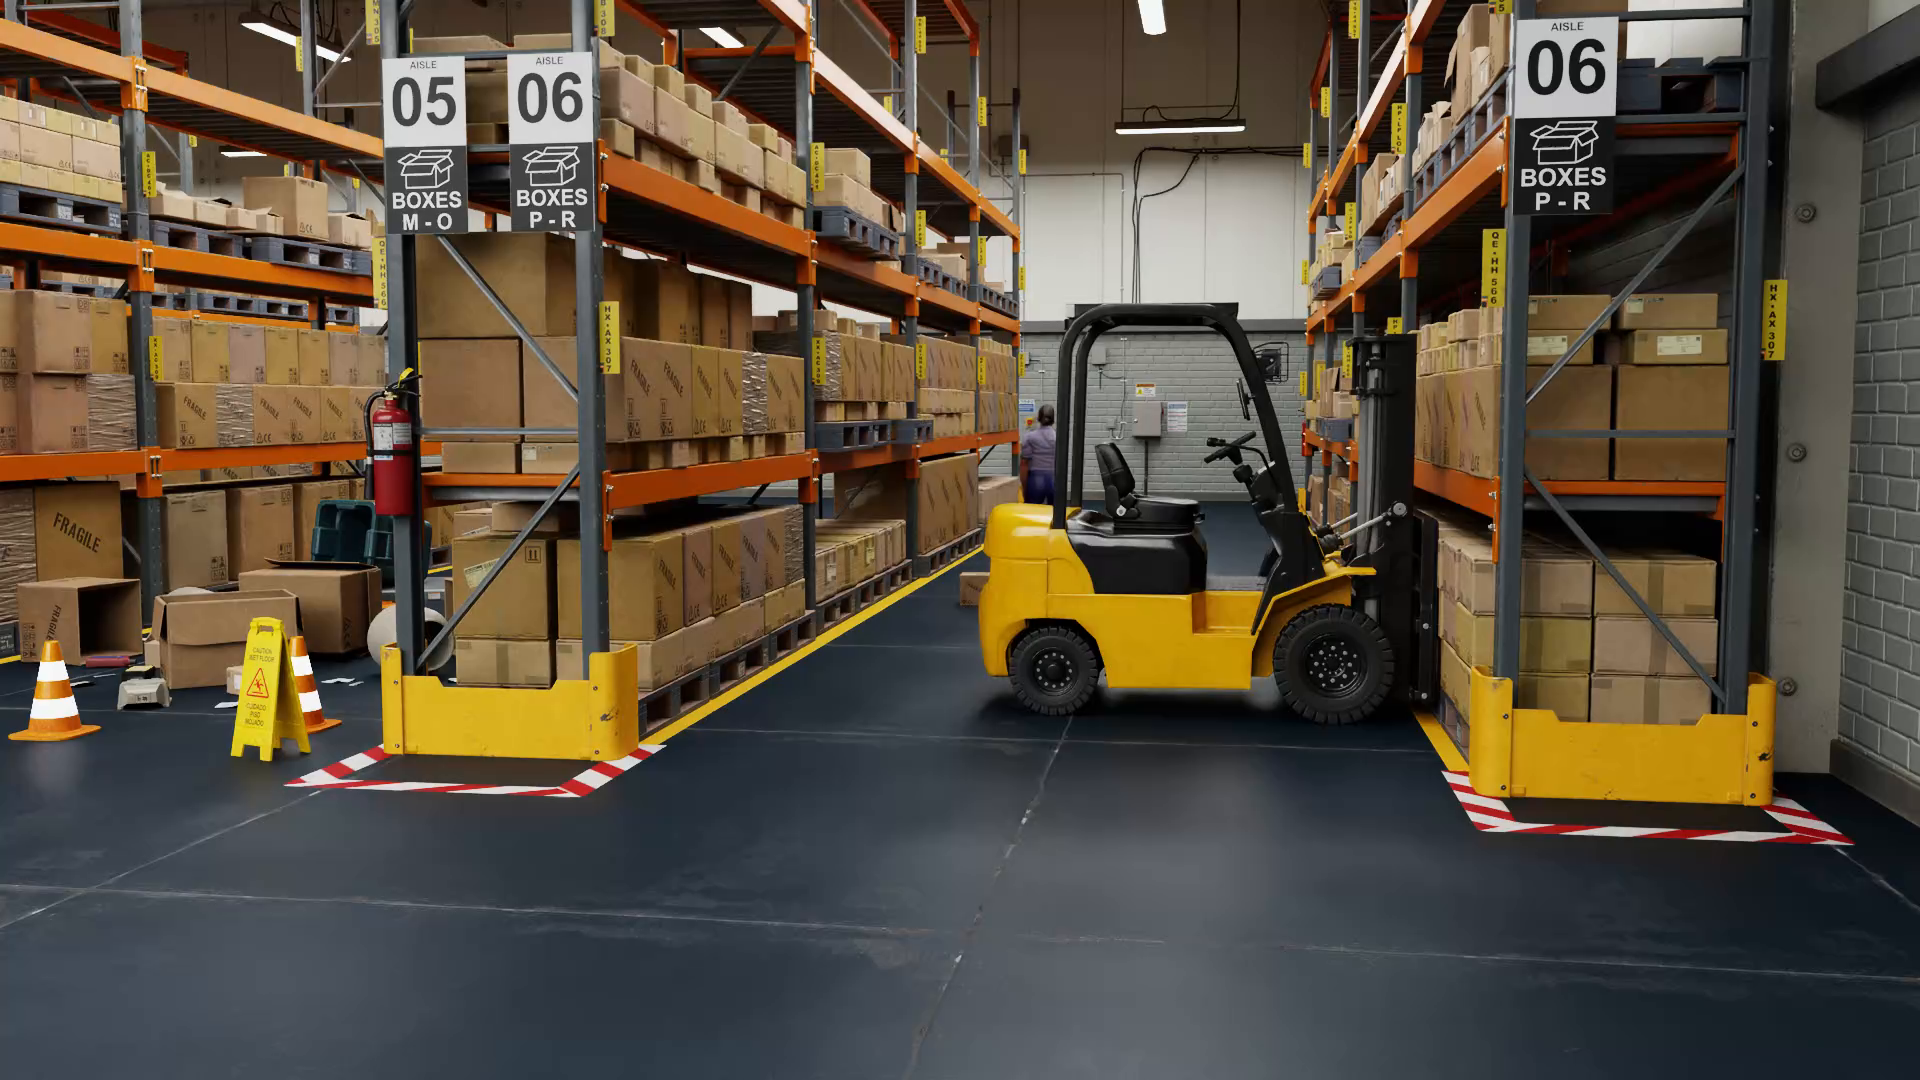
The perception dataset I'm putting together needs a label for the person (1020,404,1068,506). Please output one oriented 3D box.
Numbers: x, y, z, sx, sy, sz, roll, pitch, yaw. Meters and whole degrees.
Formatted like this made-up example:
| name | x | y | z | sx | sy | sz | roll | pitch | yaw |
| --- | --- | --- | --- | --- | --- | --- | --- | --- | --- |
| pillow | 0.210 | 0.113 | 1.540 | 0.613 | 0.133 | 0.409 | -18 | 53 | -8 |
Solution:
| name | x | y | z | sx | sy | sz | roll | pitch | yaw |
| --- | --- | --- | --- | --- | --- | --- | --- | --- | --- |
| person | 0.807 | -0.491 | 15.996 | 0.473 | 1.623 | 0.728 | 1 | 5 | 8 |
